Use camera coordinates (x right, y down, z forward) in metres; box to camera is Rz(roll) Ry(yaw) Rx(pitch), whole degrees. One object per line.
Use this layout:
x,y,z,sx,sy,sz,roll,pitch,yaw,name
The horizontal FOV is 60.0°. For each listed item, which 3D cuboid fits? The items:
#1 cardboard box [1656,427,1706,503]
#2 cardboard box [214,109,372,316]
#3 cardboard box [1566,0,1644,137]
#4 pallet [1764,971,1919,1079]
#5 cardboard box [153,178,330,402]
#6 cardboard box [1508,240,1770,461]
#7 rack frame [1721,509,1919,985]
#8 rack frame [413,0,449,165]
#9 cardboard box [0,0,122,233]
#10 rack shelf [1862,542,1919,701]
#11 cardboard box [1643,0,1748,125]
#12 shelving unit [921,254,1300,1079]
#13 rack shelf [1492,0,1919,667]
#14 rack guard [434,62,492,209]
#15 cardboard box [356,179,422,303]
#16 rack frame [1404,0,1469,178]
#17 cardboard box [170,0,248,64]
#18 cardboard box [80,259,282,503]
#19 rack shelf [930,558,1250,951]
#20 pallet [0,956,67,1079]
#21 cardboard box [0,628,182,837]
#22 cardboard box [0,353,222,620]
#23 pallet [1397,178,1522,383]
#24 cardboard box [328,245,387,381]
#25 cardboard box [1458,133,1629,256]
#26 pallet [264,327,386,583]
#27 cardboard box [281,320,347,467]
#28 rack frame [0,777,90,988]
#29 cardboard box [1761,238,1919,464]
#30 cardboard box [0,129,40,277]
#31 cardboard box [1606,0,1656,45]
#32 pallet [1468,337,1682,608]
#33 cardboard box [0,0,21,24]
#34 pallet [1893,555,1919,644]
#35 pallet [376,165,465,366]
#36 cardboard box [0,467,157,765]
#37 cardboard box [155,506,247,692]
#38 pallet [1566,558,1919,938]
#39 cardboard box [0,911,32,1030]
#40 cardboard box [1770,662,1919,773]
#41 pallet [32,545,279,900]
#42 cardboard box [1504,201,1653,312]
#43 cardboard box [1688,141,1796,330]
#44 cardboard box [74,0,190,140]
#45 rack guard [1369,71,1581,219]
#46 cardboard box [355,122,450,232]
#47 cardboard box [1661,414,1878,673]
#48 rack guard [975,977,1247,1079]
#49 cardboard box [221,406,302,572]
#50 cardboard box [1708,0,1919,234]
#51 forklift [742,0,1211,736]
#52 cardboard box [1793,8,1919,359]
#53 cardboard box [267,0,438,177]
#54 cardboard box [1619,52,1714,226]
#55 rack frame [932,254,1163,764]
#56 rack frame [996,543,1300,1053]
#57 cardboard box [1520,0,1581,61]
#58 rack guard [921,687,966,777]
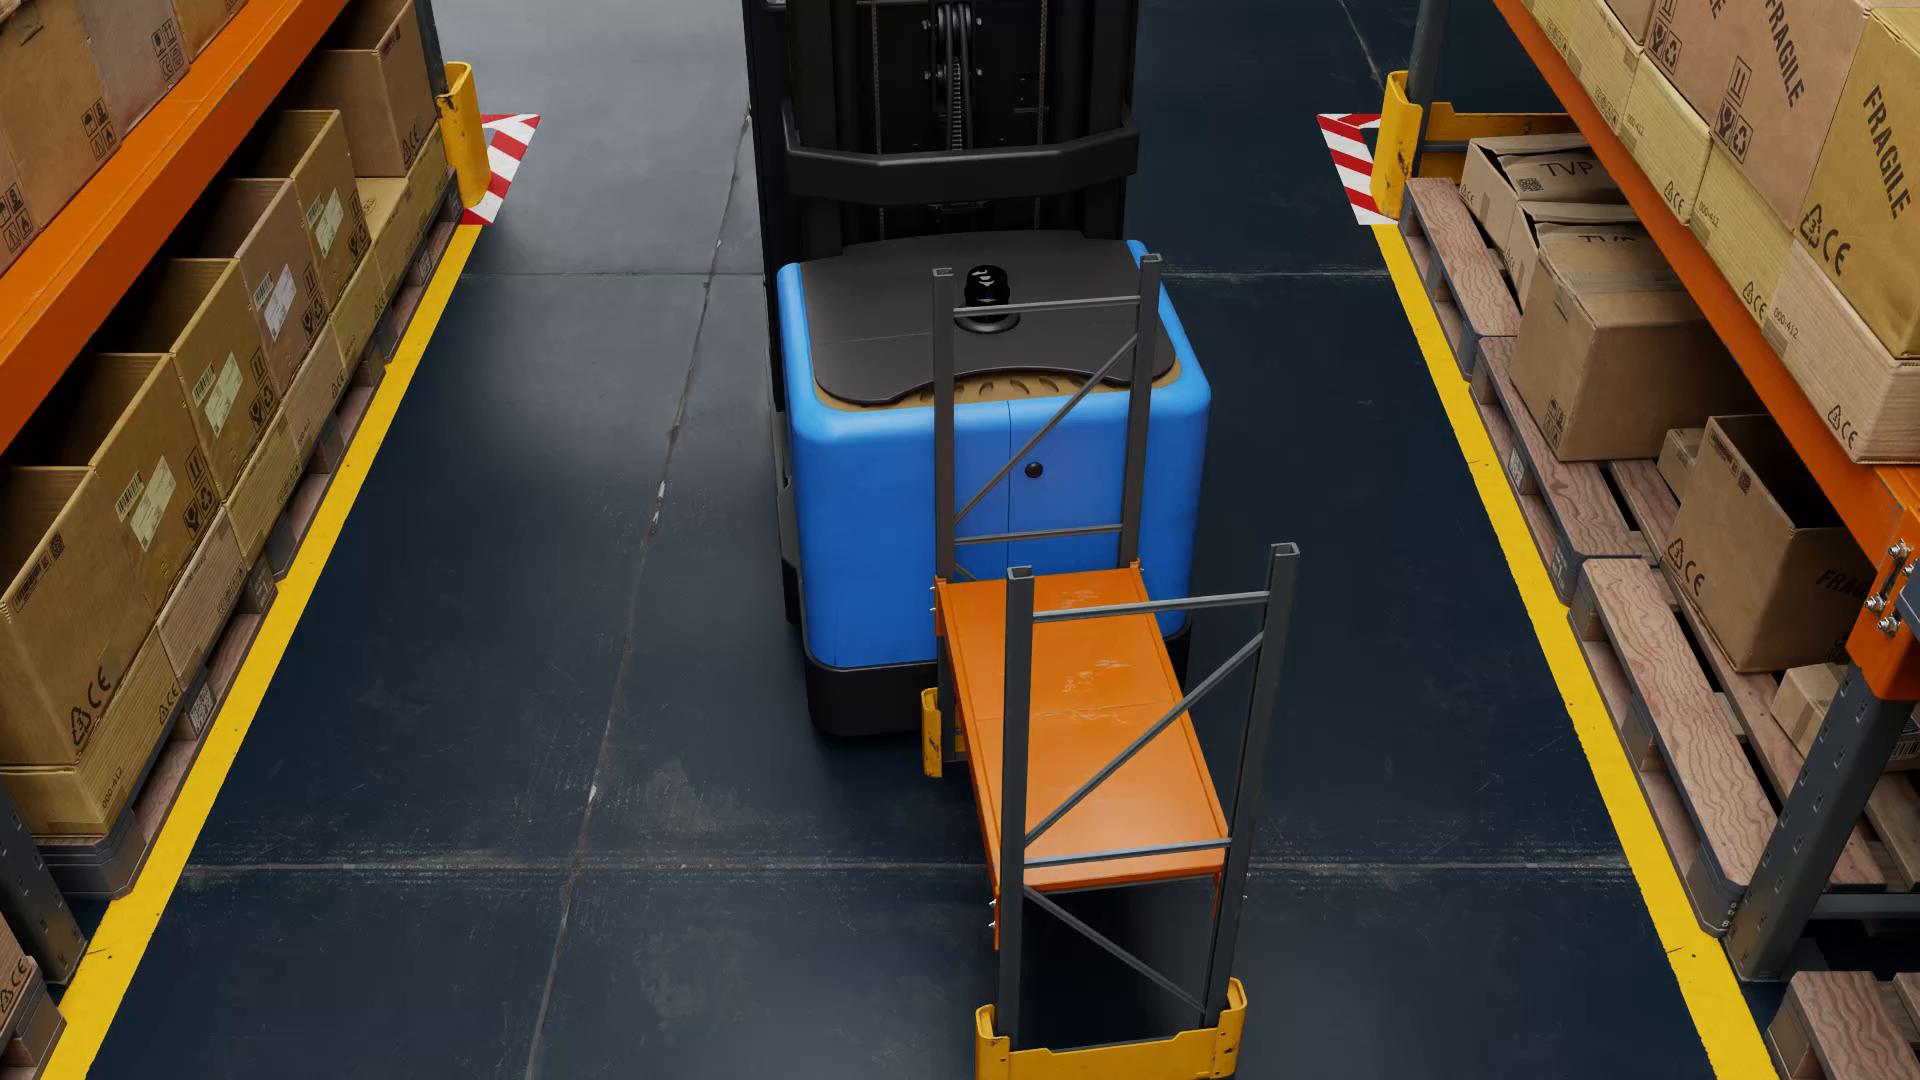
2.364,-0.217,5.050,0.380,0.149,0.250,-3,39,-4,cardboard box
-2.299,-1.076,5.457,0.500,0.500,0.500,0,39,0,cardboard box
2.032,-1.343,4.631,0.500,0.250,0.500,0,39,0,cardboard box
2.348,1.418,3.312,1.003,0.211,1.213,0,39,0,pallet
-2.299,-0.763,5.067,0.500,0.500,0.500,0,39,0,cardboard box
2.203,-0.607,5.256,0.700,0.500,0.500,-2,39,-3,cardboard box
2.346,-0.157,3.048,1.000,3.000,0.127,0,39,0,rack frame
-2.613,-2.653,6.162,1.000,3.000,0.127,0,39,0,rack frame
-2.619,-1.111,4.158,0.700,0.500,0.500,1,39,1,cardboard box
2.348,1.374,1.712,1.077,0.370,4.000,0,39,0,rack shelf
2.040,-1.322,4.005,0.500,0.500,0.500,-1,39,-1,cardboard box
0.260,0.311,3.663,0.587,1.500,1.083,-5,39,-6,shelving unit
2.343,-1.127,4.833,1.077,0.370,4.000,0,39,0,rack shelf
-2.613,-1.692,6.962,1.175,0.500,0.348,0,39,0,rack guard
-2.304,-1.096,6.082,0.500,0.250,0.500,0,39,0,cardboard box
2.341,-2.659,6.169,1.000,3.000,0.127,0,39,0,rack frame
-2.625,-1.761,4.969,0.700,0.500,0.500,0,39,0,cardboard box
-2.297,-0.450,4.677,0.500,0.500,0.500,0,39,0,cardboard box
0.259,0.445,3.782,0.538,0.185,1.000,-5,39,-6,rack shelf
-2.568,1.397,3.337,1.003,0.211,1.213,0,39,0,pallet
-2.305,0.468,4.131,0.500,0.250,0.500,0,39,0,cardboard box
-2.304,-0.138,4.287,0.500,0.500,0.500,0,39,0,cardboard box
2.307,-1.015,6.348,1.003,0.211,1.213,0,39,0,pallet
-2.302,-0.783,5.692,0.500,0.250,0.500,0,39,0,cardboard box
2.252,-1.348,6.332,0.500,0.311,0.500,-4,39,-5,cardboard box
-2.571,-0.325,5.487,1.003,0.211,1.213,0,39,0,pallet
-2.303,-0.470,5.301,0.500,0.250,0.500,0,39,0,cardboard box
-2.608,-0.151,3.040,1.000,3.000,0.127,0,39,0,rack frame
2.042,-0.403,3.458,0.500,0.250,0.500,0,39,0,cardboard box
-2.622,-0.798,3.767,0.700,0.500,0.500,0,39,-1,cardboard box
2.039,-1.647,4.411,0.500,0.500,0.500,1,39,1,cardboard box
2.305,-0.254,5.398,1.003,0.211,1.213,0,39,0,pallet
-2.417,-1.251,3.813,0.380,0.149,0.250,-1,39,-2,cardboard box
2.201,0.396,2.511,1.003,0.211,1.213,0,39,0,pallet
-2.570,-1.086,6.437,1.003,0.211,1.213,0,39,0,pallet
-2.295,0.175,3.896,0.500,0.500,0.500,0,39,0,cardboard box
-2.301,0.155,4.521,0.500,0.250,0.500,0,39,0,cardboard box
2.310,0.511,4.444,1.003,0.211,1.213,0,39,0,pallet
-2.318,1.017,3.445,0.500,0.250,0.500,0,39,0,cardboard box
2.315,0.442,4.213,0.380,0.166,0.250,-5,39,-6,cardboard box
-2.567,0.439,4.533,1.003,0.211,1.213,0,39,0,pallet
2.253,-0.992,5.887,0.500,0.311,0.500,3,39,4,cardboard box
2.050,-0.714,3.846,0.500,0.250,0.500,0,39,0,cardboard box
-2.620,-1.432,4.558,0.700,0.500,0.500,1,39,1,cardboard box
2.341,-1.636,6.891,1.175,0.500,0.348,0,39,0,rack guard
-2.316,-1.409,6.472,0.500,0.250,0.500,0,39,0,cardboard box
2.305,-0.003,4.502,0.500,0.500,0.500,-3,39,-3,cardboard box
0.328,1.107,3.669,0.587,0.250,0.087,-5,39,-6,rack guard
-2.296,-0.158,4.911,0.500,0.250,0.500,0,39,0,cardboard box
2.030,-1.007,3.612,0.500,0.500,0.500,0,39,0,cardboard box
-0.087,-1.533,4.820,1.130,2.935,3.031,-5,39,-6,forklift
2.036,-0.695,3.222,0.500,0.500,0.500,0,39,0,cardboard box
-2.314,-1.701,6.237,0.500,0.500,0.500,0,39,0,cardboard box
2.034,-1.029,4.239,0.500,0.250,0.500,0,39,0,cardboard box
0.190,-0.010,4.063,0.500,1.500,0.032,-5,39,-6,rack frame
0.328,0.620,3.277,0.500,1.500,0.032,-5,39,-6,rack frame
2.034,-1.659,5.026,0.500,0.250,0.500,-1,39,-1,cardboard box
0.193,0.490,4.439,0.587,0.250,0.087,-5,39,-6,rack guard
